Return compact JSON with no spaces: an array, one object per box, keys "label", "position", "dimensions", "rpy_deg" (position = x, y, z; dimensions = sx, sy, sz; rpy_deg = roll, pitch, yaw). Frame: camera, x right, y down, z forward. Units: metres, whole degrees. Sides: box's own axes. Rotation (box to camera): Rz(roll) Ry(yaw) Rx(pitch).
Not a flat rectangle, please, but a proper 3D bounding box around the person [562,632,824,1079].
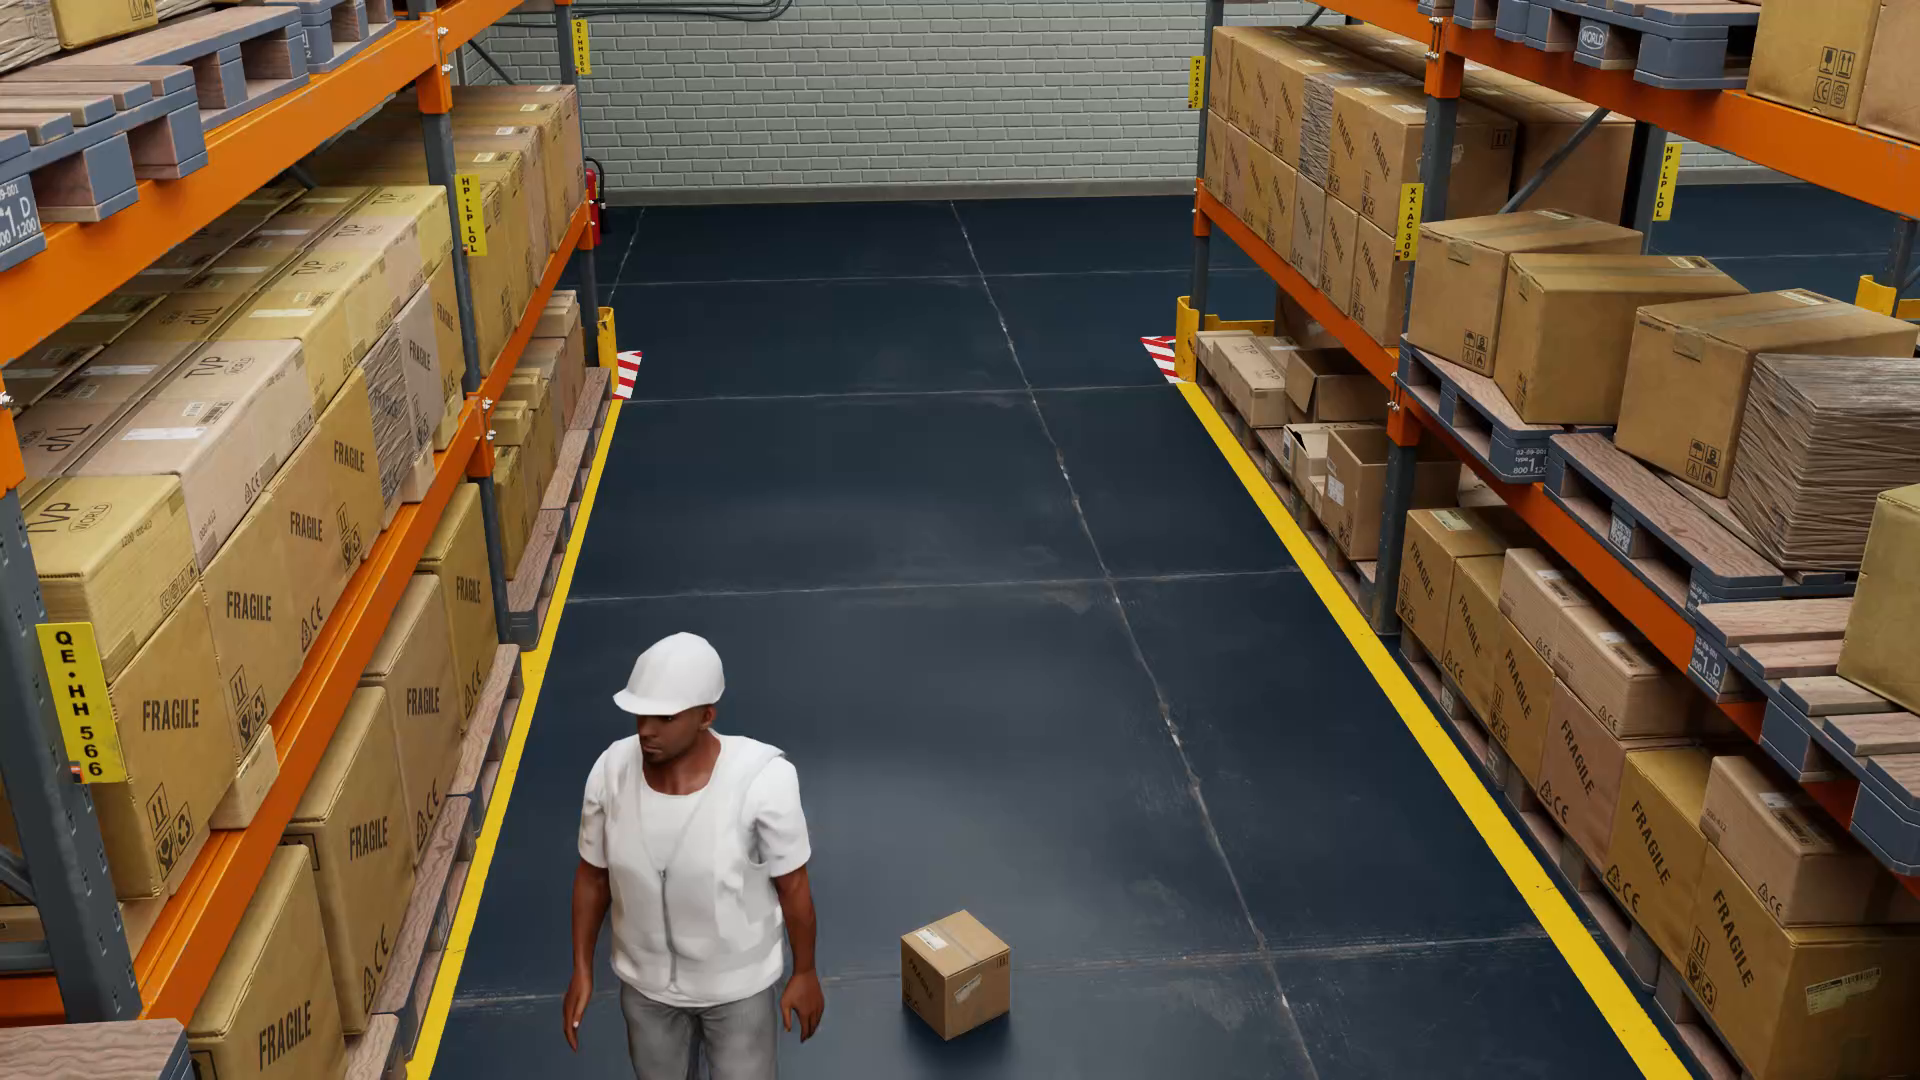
[{"label":"person","position":[-0.655,1.092,4.052],"dimensions":[0.614,1.815,0.456],"rpy_deg":[6,24,13]}]
